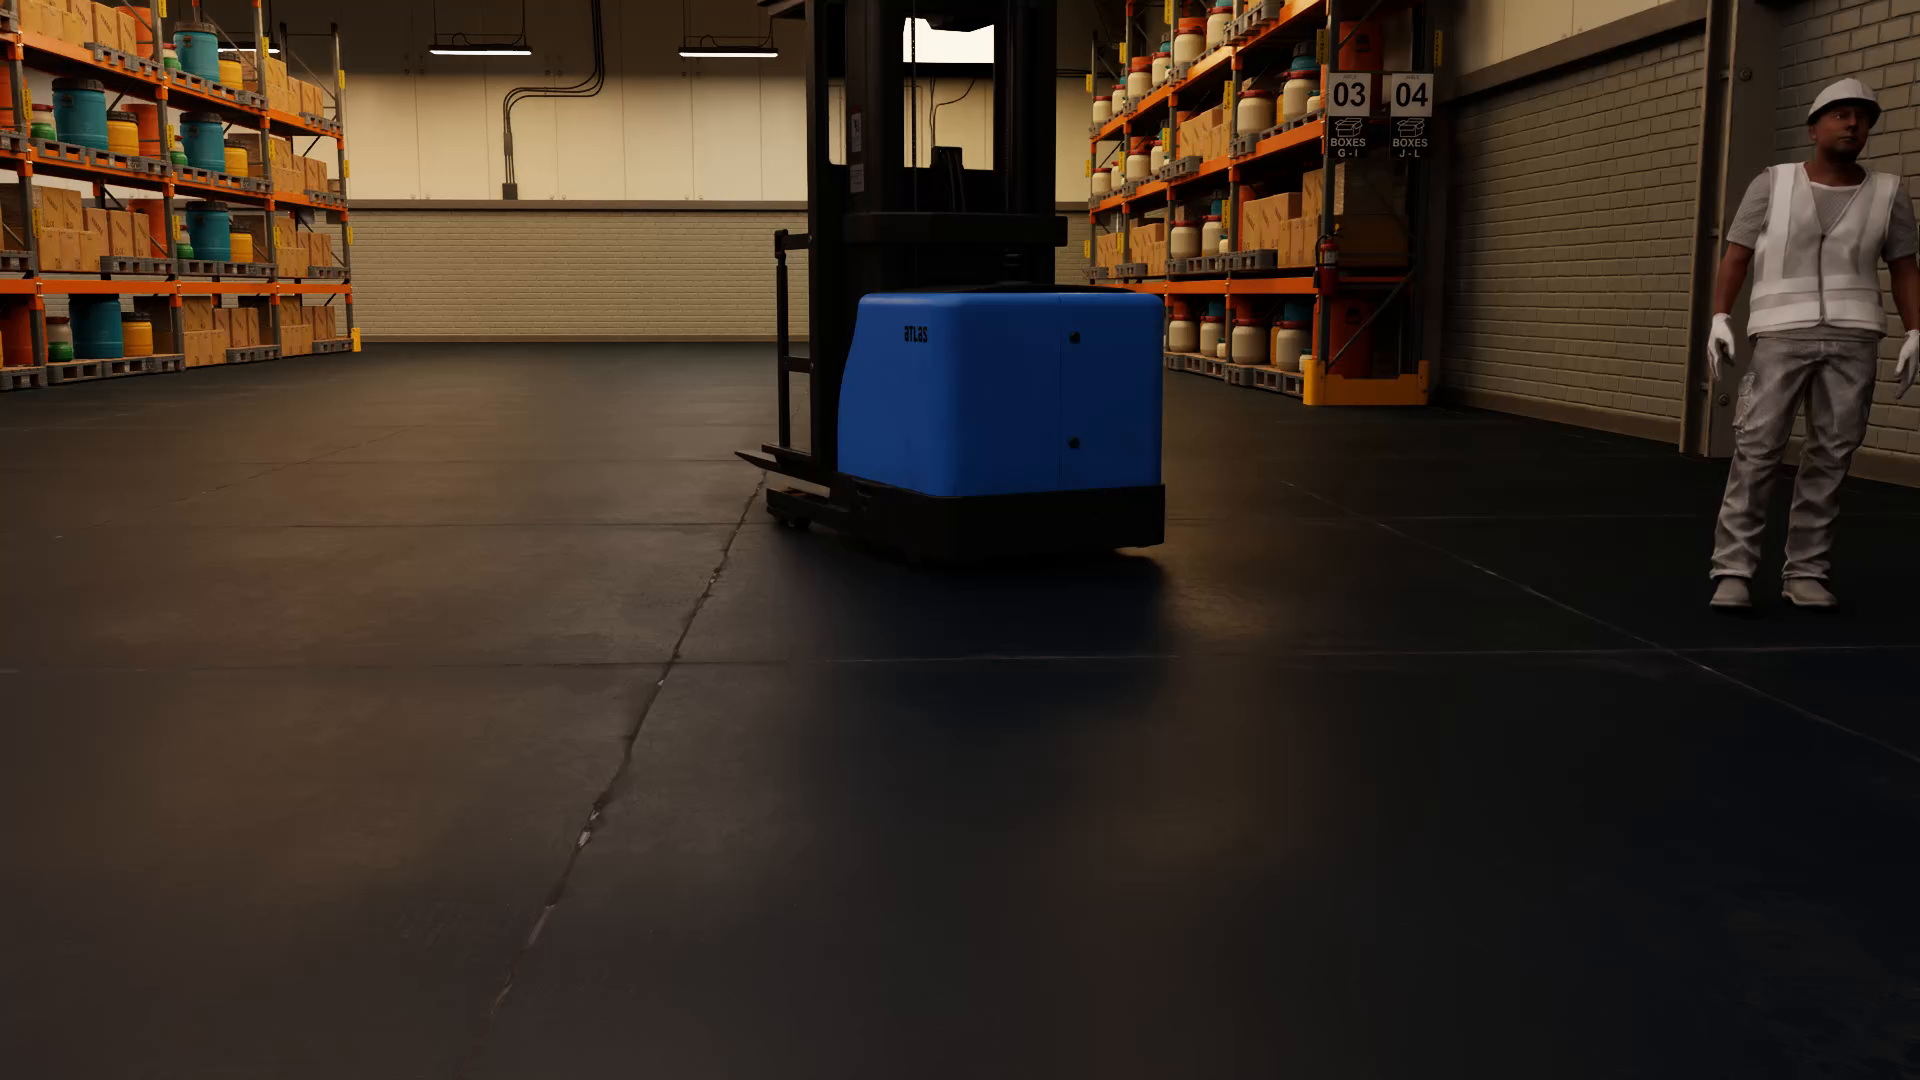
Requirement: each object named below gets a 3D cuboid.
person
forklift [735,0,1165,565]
[{"bbox_3d":[2.904,-0.658,5.636,0.669,1.786,0.577,3,9,17],"label":"person"},{"bbox_3d":[-0.264,-1.530,7.637,1.130,2.935,3.031,-4,9,-25],"label":"forklift"}]
